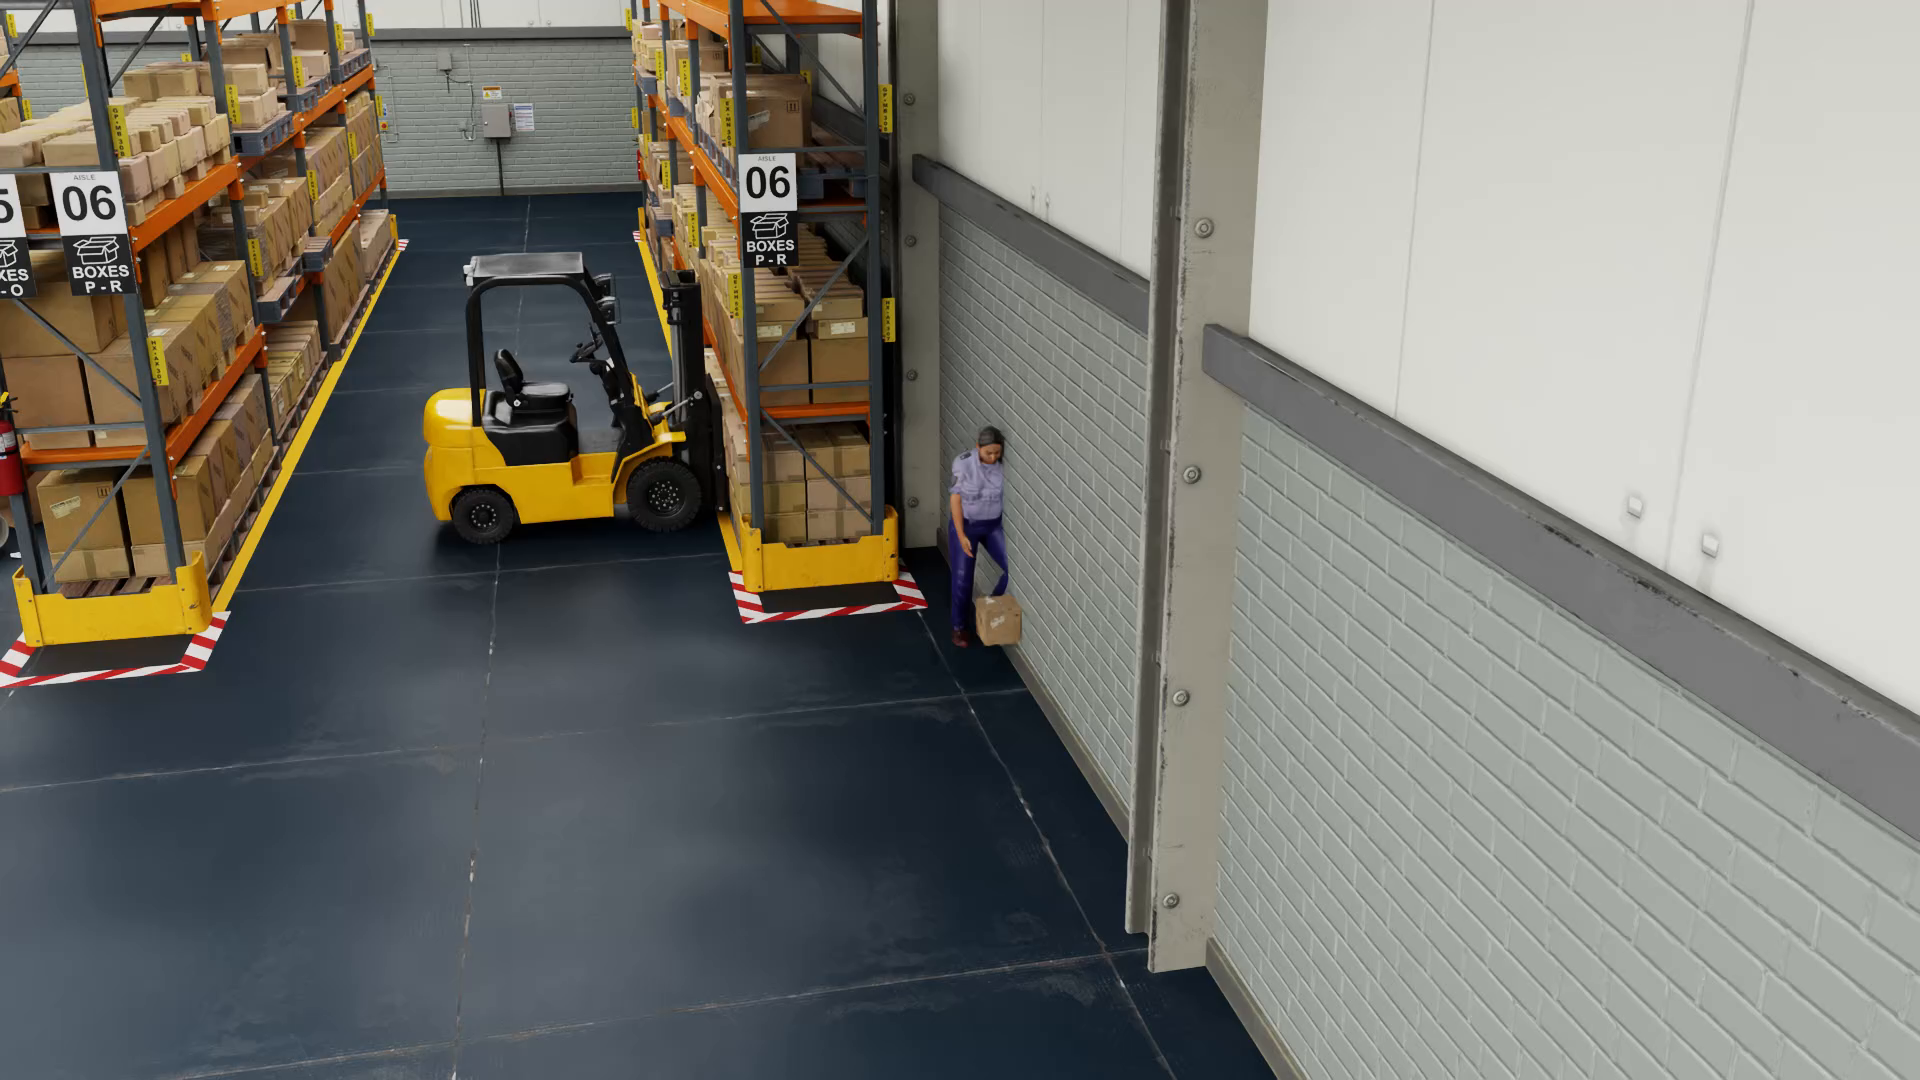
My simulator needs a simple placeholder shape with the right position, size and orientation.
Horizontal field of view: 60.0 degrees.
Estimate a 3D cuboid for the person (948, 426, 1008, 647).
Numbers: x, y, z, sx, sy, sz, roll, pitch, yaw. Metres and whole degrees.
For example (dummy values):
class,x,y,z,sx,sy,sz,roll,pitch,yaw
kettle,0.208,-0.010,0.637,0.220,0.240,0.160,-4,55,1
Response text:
class,x,y,z,sx,sy,sz,roll,pitch,yaw
person,0.179,-0.041,11.358,0.515,1.560,0.521,-4,20,-11
